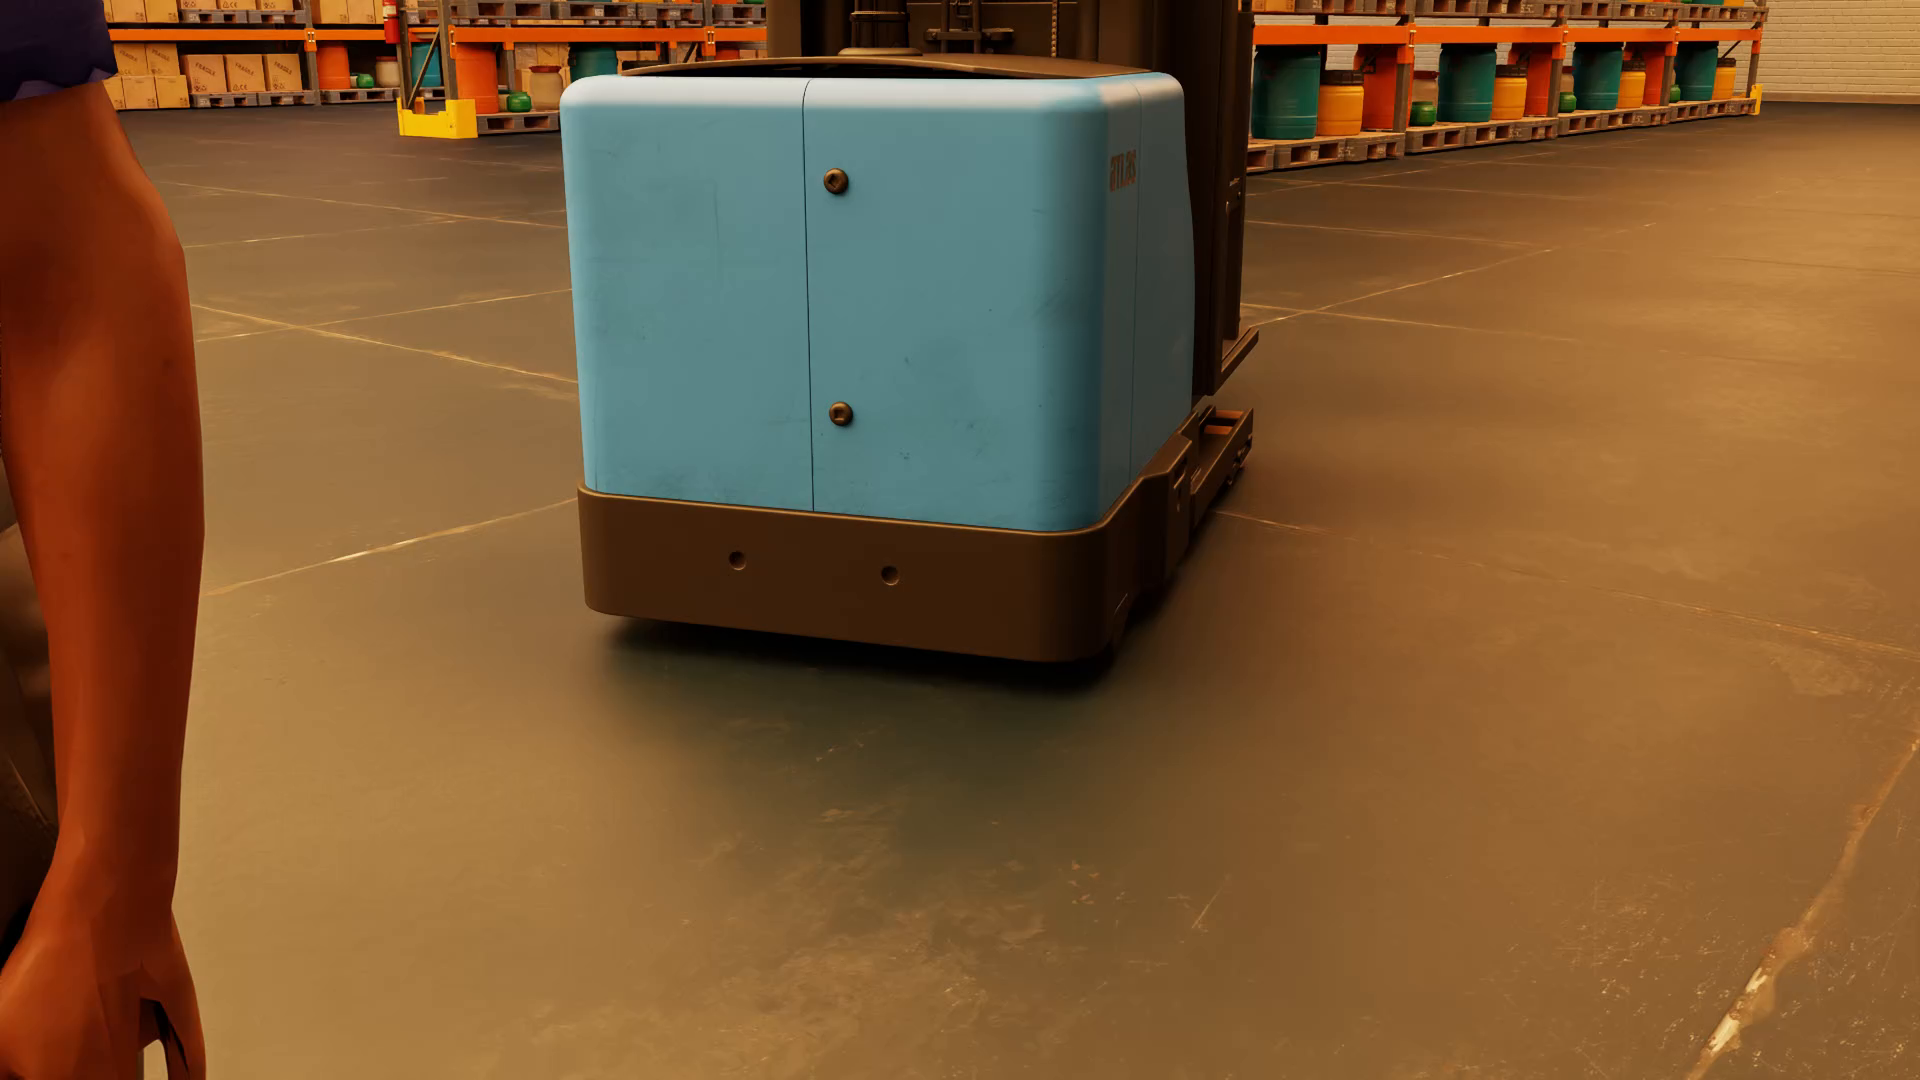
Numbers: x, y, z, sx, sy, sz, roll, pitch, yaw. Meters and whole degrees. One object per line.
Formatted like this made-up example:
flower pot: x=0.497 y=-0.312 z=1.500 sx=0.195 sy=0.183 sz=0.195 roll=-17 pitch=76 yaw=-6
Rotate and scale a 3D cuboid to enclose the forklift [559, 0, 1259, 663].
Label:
forklift: x=0.182 y=-1.571 z=4.072 sx=1.130 sy=2.935 sz=3.031 roll=5 pitch=18 yaw=17
